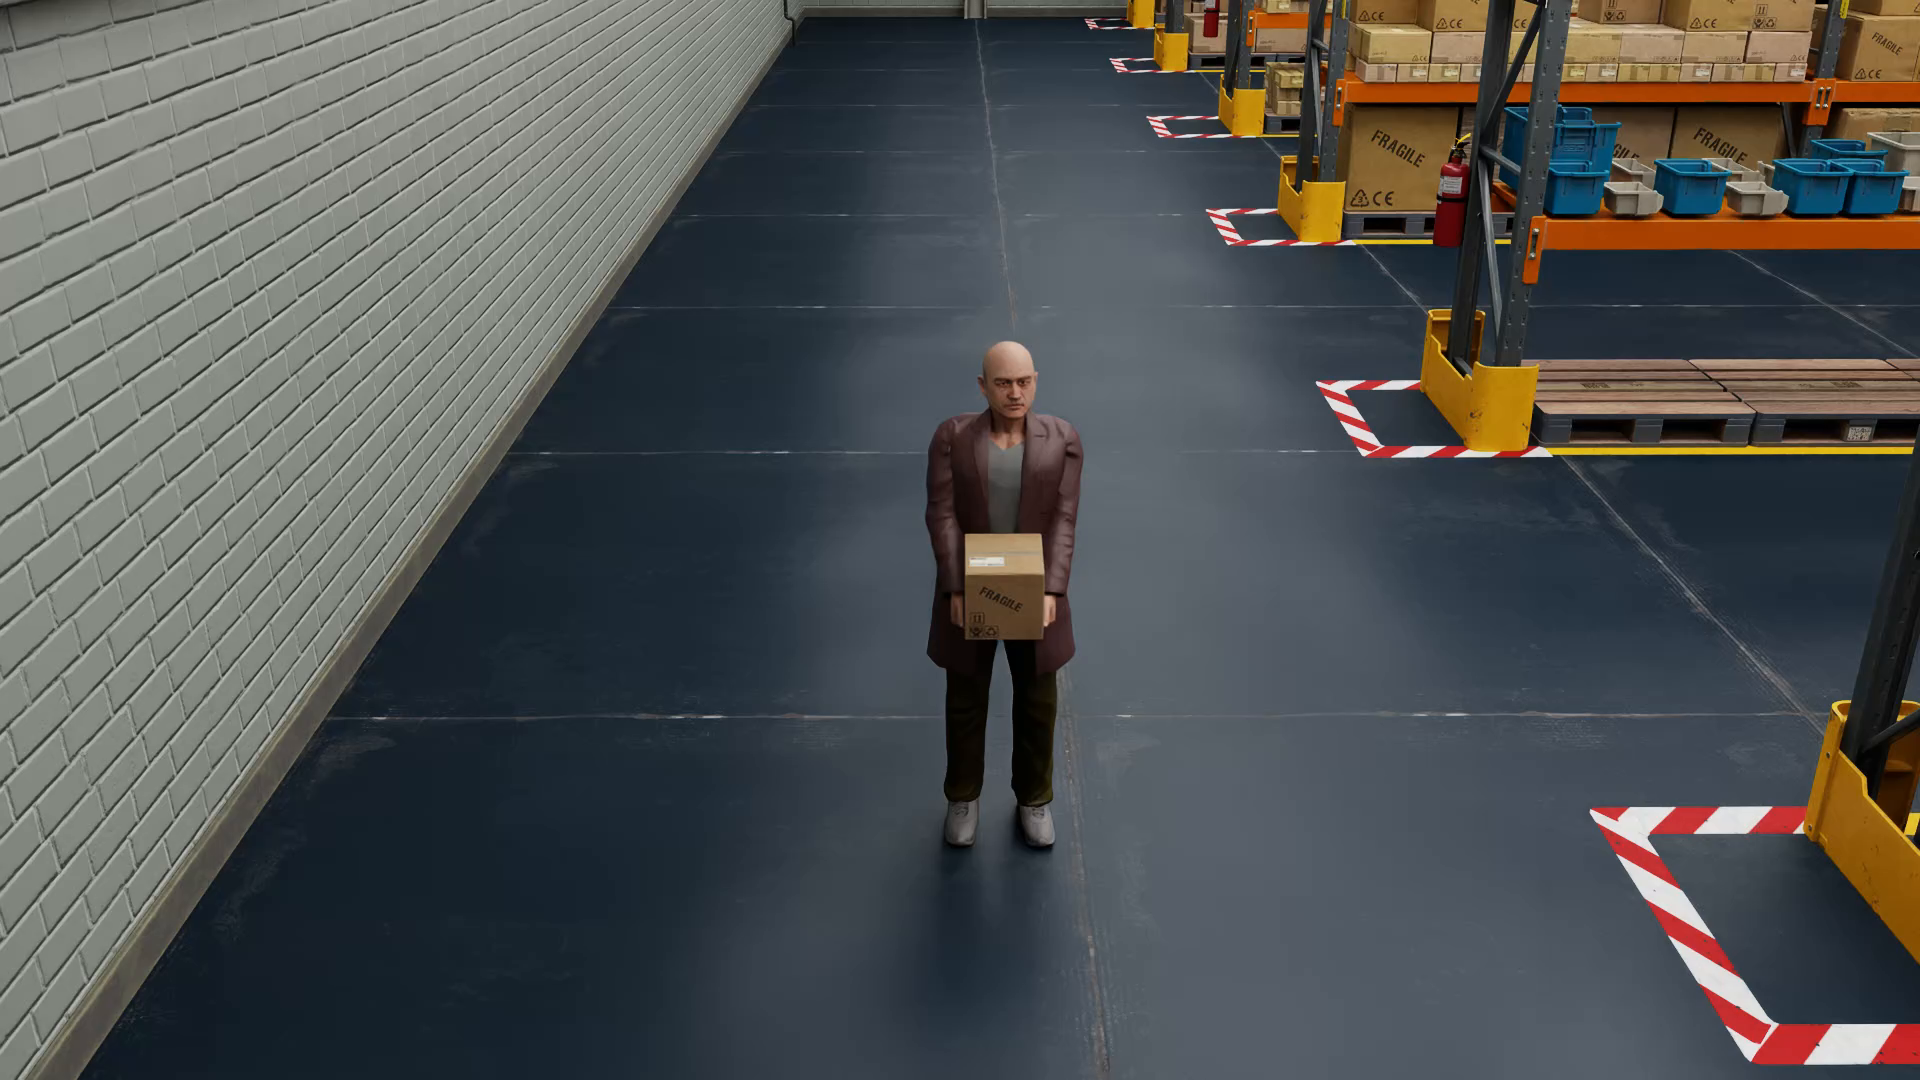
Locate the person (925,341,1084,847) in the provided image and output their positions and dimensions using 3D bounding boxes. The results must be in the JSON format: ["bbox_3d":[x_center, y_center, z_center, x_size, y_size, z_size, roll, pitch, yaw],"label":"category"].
[{"bbox_3d":[0.147,0.238,5.585,0.527,1.776,0.545,0,24,0],"label":"person"}]
